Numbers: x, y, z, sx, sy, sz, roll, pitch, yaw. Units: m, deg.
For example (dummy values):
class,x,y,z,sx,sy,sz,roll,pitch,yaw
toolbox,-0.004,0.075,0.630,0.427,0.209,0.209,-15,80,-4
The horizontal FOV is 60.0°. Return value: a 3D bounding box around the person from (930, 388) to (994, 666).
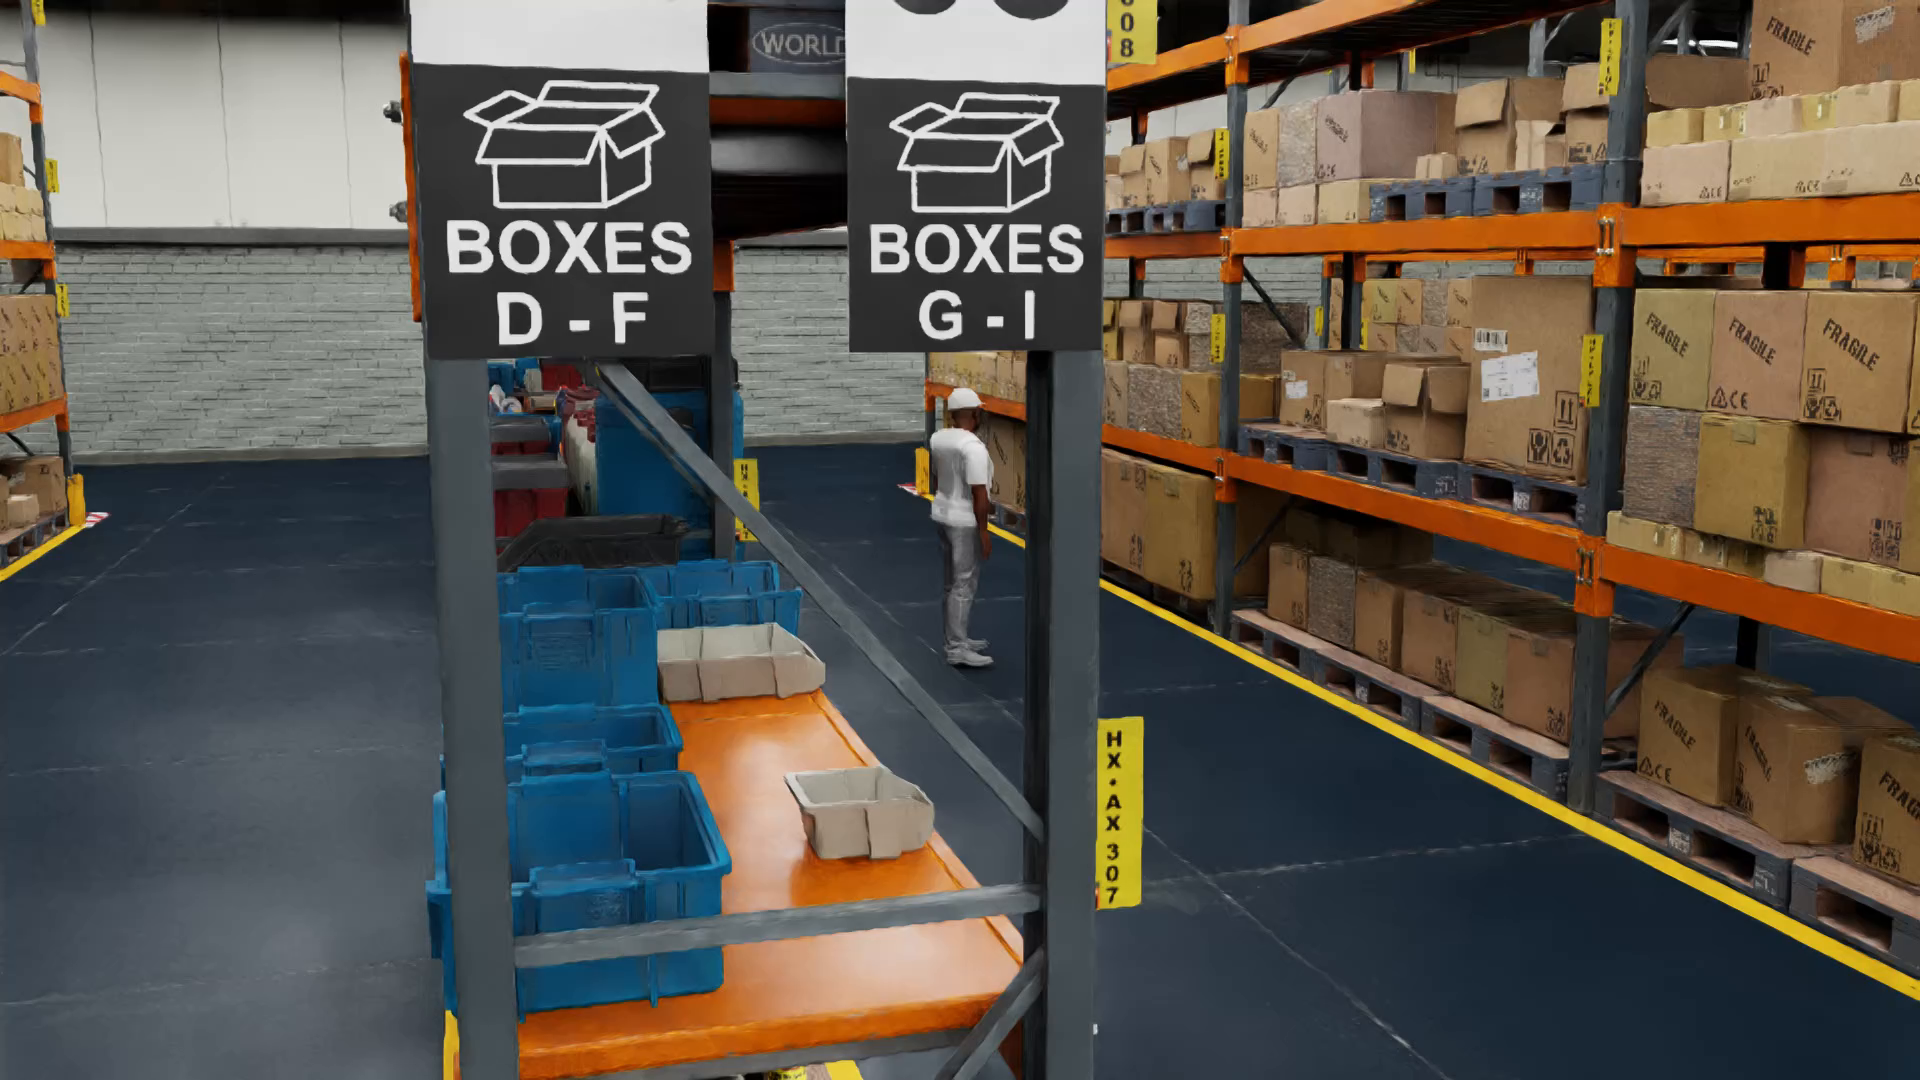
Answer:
class,x,y,z,sx,sy,sz,roll,pitch,yaw
person,0.035,-0.112,10.840,0.444,1.769,0.688,-5,11,-29
